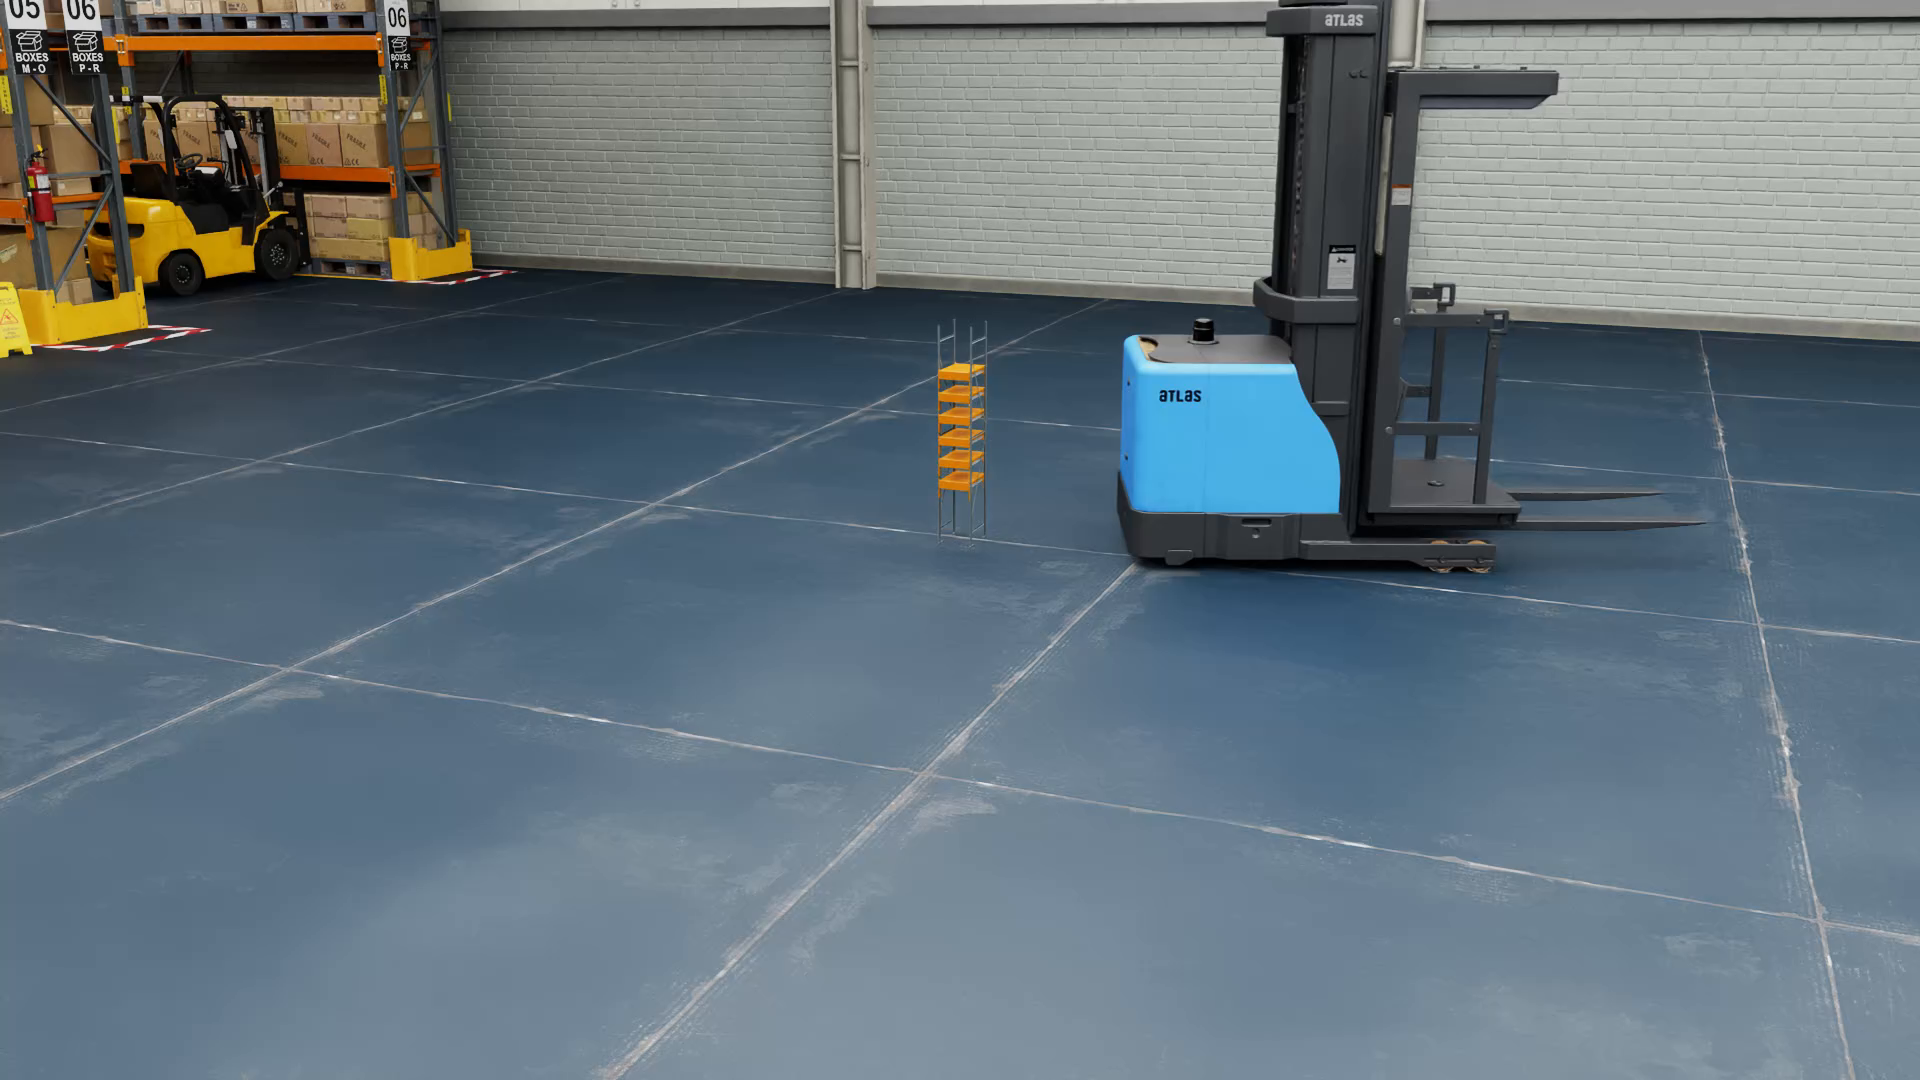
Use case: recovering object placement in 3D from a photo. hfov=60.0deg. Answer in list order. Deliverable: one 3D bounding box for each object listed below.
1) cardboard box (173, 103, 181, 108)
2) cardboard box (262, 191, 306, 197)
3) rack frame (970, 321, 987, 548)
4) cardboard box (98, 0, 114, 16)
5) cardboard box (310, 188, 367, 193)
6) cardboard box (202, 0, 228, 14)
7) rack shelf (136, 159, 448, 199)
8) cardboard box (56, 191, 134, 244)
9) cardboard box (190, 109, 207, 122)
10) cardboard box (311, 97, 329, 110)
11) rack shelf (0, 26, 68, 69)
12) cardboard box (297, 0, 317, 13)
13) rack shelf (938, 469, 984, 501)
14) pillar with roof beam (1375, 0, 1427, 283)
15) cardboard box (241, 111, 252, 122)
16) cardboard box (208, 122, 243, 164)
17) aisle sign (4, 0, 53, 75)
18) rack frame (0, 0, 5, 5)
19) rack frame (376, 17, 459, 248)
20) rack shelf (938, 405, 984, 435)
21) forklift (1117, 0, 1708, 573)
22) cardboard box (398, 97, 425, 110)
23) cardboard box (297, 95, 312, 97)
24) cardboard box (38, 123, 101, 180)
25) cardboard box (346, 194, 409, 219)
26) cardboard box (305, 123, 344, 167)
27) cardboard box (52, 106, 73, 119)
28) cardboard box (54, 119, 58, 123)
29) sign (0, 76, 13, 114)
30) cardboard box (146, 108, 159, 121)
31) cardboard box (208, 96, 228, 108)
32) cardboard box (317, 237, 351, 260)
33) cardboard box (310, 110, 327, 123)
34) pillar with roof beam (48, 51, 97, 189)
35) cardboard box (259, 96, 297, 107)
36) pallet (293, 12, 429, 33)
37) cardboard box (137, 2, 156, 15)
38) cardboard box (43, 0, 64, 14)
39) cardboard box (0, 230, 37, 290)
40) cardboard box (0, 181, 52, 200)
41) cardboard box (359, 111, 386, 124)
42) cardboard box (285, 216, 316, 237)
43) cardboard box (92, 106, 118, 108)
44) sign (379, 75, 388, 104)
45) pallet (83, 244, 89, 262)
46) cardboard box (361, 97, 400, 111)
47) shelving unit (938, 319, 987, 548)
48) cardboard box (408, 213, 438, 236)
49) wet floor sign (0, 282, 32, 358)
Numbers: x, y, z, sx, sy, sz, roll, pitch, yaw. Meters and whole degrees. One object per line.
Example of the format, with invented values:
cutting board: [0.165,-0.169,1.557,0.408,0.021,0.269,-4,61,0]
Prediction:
cardboard box: [-9.717,-5.492,20.834,0.250,0.149,0.380,7,17,21]
cardboard box: [-8.428,-4.170,20.541,0.500,0.250,0.500,6,17,20]
rack frame: [0.099,-0.565,8.969,0.006,1.200,0.240,6,17,21]
cardboard box: [-10.950,-6.756,20.912,0.500,0.311,0.500,6,17,19]
cardboard box: [-7.772,-4.252,20.826,0.500,0.250,0.500,6,17,20]
cardboard box: [-8.918,-6.493,20.086,0.258,0.266,0.396,6,17,19]
rack shelf: [-8.327,-4.548,20.748,4.000,0.370,1.077,6,17,21]
cardboard box: [-11.396,-4.291,22.079,0.625,0.625,0.875,6,17,20]
cardboard box: [-9.291,-5.266,20.591,0.250,0.149,0.380,7,17,22]
cardboard box: [-7.576,-5.254,20.017,0.250,0.149,0.380,6,17,21]
rack shelf: [-10.145,-4.700,15.894,4.000,0.370,1.077,6,17,21]
cardboard box: [-7.585,-6.346,19.581,0.258,0.266,0.396,6,17,21]
rack shelf: [0.013,-0.302,9.081,0.180,0.103,0.258,6,17,21]
pillar with roof beam: [2.800,-5.530,12.083,0.400,9.000,9.100,6,17,21]
cardboard box: [-8.557,-5.193,20.338,0.250,0.149,0.380,6,17,19]
cardboard box: [-8.909,-4.932,20.603,0.500,0.500,0.500,6,17,20]
aisle sign: [-8.333,-4.568,14.864,0.004,0.787,0.394,6,17,21]
rack frame: [-8.284,-6.282,14.671,0.127,3.000,1.000,6,17,21]
rack frame: [-6.467,-4.688,19.943,0.127,3.000,1.000,6,17,21]
rack shelf: [0.013,-0.647,8.980,0.180,0.103,0.258,6,17,21]
forklift: [2.404,-1.387,8.693,3.031,2.935,1.130,0,16,1]
cardboard box: [-6.701,-5.281,20.107,0.250,0.149,0.380,6,17,20]
cardboard box: [-8.129,-5.446,20.677,0.250,0.149,0.380,6,17,21]
cardboard box: [-8.623,-3.712,15.867,0.500,0.500,0.500,6,17,20]
cardboard box: [-7.009,-4.016,20.012,0.500,0.250,0.500,7,18,22]
cardboard box: [-7.500,-4.774,20.059,0.500,0.500,0.500,7,18,22]
cardboard box: [-11.556,-5.530,21.501,0.250,0.149,0.380,6,17,19]
cardboard box: [-11.693,-5.354,21.609,0.500,0.250,0.500,7,17,22]
sign: [-8.507,-3.967,14.813,0.005,0.325,0.100,6,17,21]
cardboard box: [-9.988,-5.356,20.901,0.250,0.149,0.380,6,17,20]
cardboard box: [-9.030,-5.391,20.486,0.250,0.149,0.380,6,17,20]
cardboard box: [-7.479,-3.589,20.335,0.500,0.250,0.500,6,17,21]
cardboard box: [-7.586,-5.100,20.018,0.250,0.149,0.380,6,17,20]
pillar with roof beam: [-13.945,-7.372,18.426,0.400,9.000,9.100,6,17,21]
cardboard box: [-8.306,-5.328,20.271,0.250,0.149,0.380,7,17,21]
pallet: [-7.115,-6.166,19.810,1.213,0.211,1.003,6,17,21]
cardboard box: [-9.882,-6.543,20.468,0.250,0.149,0.380,7,17,22]
cardboard box: [-8.654,-5.033,15.484,0.500,0.250,0.500,6,17,20]
cardboard box: [-9.125,-2.656,15.777,0.500,0.500,0.500,6,17,21]
cardboard box: [-8.711,-3.263,15.483,0.250,0.149,0.380,7,18,22]
cardboard box: [-6.892,-5.011,19.711,0.250,0.149,0.380,7,17,21]
cardboard box: [-7.985,-3.880,20.440,0.500,0.250,0.500,6,17,19]
cardboard box: [-10.834,-5.456,21.245,0.250,0.149,0.380,6,17,20]
sign: [-6.679,-5.219,19.269,0.005,0.325,0.100,6,17,21]
pallet: [-10.887,-3.824,21.966,1.213,0.211,1.003,6,17,21]
cardboard box: [-6.877,-5.173,19.735,0.250,0.149,0.380,6,17,21]
shelving unit: [0.013,-0.575,9.001,0.189,1.200,0.258,6,17,21]
cardboard box: [-6.828,-3.912,20.549,0.500,0.250,0.500,7,17,22]
wet floor sign: [-8.500,-1.973,14.813,0.232,0.644,0.267,14,21,40]
